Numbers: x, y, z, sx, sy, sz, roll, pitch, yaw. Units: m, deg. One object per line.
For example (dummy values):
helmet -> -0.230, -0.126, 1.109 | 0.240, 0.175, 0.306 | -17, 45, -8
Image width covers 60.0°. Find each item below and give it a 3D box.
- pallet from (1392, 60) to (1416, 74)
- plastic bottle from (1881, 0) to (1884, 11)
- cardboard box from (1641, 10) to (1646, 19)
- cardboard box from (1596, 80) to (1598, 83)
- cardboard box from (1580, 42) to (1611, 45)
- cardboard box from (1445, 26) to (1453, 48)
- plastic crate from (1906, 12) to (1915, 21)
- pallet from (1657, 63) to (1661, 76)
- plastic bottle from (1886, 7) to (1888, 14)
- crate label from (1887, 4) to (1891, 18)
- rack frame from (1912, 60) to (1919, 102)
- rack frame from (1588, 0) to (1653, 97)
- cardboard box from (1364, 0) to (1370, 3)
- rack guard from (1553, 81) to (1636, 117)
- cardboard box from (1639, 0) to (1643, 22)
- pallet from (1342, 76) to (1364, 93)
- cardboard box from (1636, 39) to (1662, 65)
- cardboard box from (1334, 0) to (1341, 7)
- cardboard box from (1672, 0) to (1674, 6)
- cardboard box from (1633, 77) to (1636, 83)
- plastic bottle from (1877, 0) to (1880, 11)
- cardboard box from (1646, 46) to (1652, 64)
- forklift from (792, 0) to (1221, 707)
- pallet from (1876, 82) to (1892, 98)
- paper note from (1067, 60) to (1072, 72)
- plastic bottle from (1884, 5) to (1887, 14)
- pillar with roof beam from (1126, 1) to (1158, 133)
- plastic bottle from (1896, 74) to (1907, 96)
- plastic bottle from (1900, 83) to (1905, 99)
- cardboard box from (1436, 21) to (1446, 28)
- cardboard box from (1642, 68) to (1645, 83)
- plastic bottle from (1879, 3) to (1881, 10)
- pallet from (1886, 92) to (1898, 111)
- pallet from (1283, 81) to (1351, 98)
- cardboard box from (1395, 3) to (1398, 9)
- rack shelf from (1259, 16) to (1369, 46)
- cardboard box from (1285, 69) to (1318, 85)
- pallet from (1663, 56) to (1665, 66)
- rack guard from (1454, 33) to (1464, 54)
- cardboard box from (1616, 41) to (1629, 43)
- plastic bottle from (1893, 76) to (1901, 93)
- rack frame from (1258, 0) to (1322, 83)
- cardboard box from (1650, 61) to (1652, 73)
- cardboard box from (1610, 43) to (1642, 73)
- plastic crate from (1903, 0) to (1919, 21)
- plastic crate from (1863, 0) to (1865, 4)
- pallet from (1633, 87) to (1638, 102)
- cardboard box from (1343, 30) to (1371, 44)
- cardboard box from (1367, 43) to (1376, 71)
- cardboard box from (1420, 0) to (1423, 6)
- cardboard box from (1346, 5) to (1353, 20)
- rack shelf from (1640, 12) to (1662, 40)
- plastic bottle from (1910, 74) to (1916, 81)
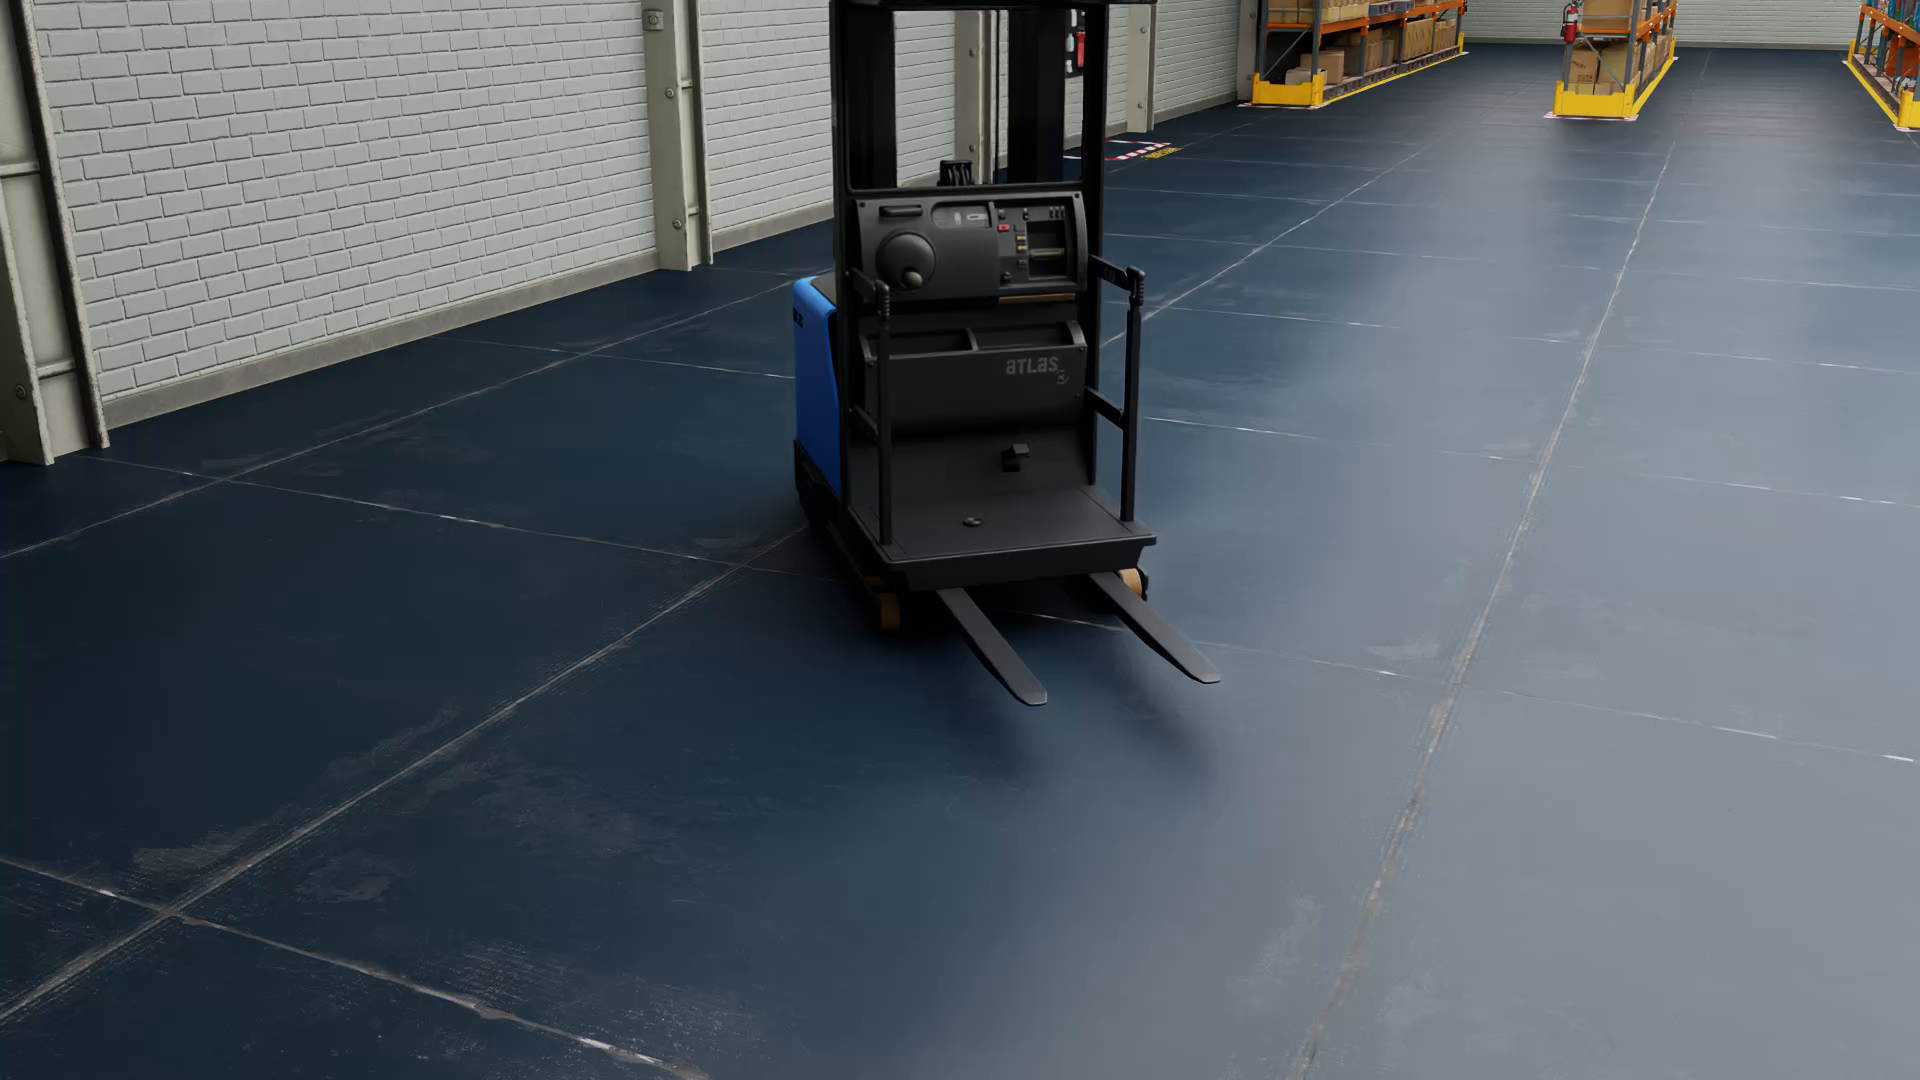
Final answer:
pallet -> 9.240, -10.244, 35.958 | 1.003, 0.211, 1.213 | 9, 21, 23
plastic bottle -> 18.513, -10.689, 33.233 | 0.152, 0.276, 0.135 | 9, 21, 23
cardboard box -> 12.280, -9.550, 30.221 | 0.380, 0.149, 0.250 | 9, 21, 23
cardboard box -> 10.237, -7.464, 27.457 | 0.500, 0.250, 0.500 | 9, 21, 23
cardboard box -> 11.058, -8.429, 29.050 | 0.500, 0.500, 0.500 | 9, 21, 23
cardboard box -> 11.724, -12.412, 40.997 | 0.700, 0.500, 0.500 | 8, 21, 23
plastic crate -> 15.918, -8.573, 27.191 | 0.767, 0.338, 0.504 | 9, 21, 23
pallet -> 14.210, -9.929, 35.073 | 1.003, 0.211, 1.213 | 9, 21, 23
plastic bottle -> 17.861, -10.189, 31.940 | 0.097, 0.201, 0.097 | 0, 20, 0
crate label -> 17.372, -9.811, 30.830 | 0.303, 0.233, 0.416 | 9, 21, 23
rack frame -> 14.611, -7.522, 24.143 | 1.000, 3.000, 0.127 | 9, 21, 23
rack frame -> 11.731, -9.426, 29.496 | 1.000, 3.000, 0.127 | 9, 21, 23
cardboard box -> 7.299, -10.209, 30.774 | 0.500, 0.500, 0.500 | 8, 21, 23
rack guard -> 10.083, -7.018, 26.456 | 1.175, 0.500, 0.348 | 9, 21, 23
cardboard box -> 11.555, -9.336, 29.095 | 0.700, 0.500, 0.500 | 8, 21, 21
pallet -> 6.967, -8.580, 31.280 | 1.003, 0.211, 1.213 | 9, 21, 23
cardboard box -> 14.235, -10.091, 34.442 | 0.500, 0.500, 0.500 | 8, 21, 22
cardboard box -> 6.253, -9.428, 28.577 | 0.500, 0.500, 0.500 | 9, 21, 23
cardboard box -> 15.671, -12.194, 37.130 | 0.500, 0.500, 0.500 | 9, 21, 24
cardboard box -> 11.131, -7.697, 28.112 | 0.500, 0.250, 0.500 | 9, 21, 23
plastic bottle -> 18.930, -11.041, 34.212 | 0.061, 0.283, 0.133 | 9, 21, 23
cardboard box -> 12.756, -9.154, 31.373 | 0.500, 0.311, 0.500 | 9, 22, 24
forklift -> 0.115, -1.161, 6.359 | 1.130, 2.935, 3.031 | -6, 20, -15
pallet -> 17.033, -8.051, 29.791 | 1.003, 0.211, 1.213 | 9, 21, 23
paper note -> 1.431, -6.170, 21.656 | 0.016, 0.148, 0.142 | 9, 21, 23
plastic bottle -> 18.061, -10.338, 32.358 | 0.097, 0.201, 0.097 | 0, 20, 0
pillar with roof beam -> 6.540, -9.616, 21.077 | 9.100, 9.000, 0.400 | 9, 21, 23
plastic bottle -> 15.462, -7.456, 27.256 | 0.144, 0.351, 0.185 | 8, 21, 20
plastic bottle -> 15.148, -7.183, 26.599 | 0.152, 0.276, 0.135 | 8, 21, 21
cardboard box -> 11.406, -12.329, 39.796 | 0.380, 0.149, 0.250 | 8, 21, 21
cardboard box -> 12.122, -8.417, 30.137 | 0.500, 0.250, 0.500 | 8, 21, 21
plastic bottle -> 18.725, -10.834, 33.753 | 0.097, 0.201, 0.097 | 0, 20, 0
pallet -> 15.935, -7.231, 27.488 | 1.003, 0.211, 1.213 | 9, 21, 23
pallet -> 6.469, -8.206, 30.228 | 1.003, 0.211, 1.213 | 9, 21, 23
cardboard box -> 9.194, -11.287, 35.074 | 0.380, 0.149, 0.250 | 8, 21, 22
rack shelf -> 6.391, -9.154, 29.805 | 1.077, 0.370, 4.000 | 9, 21, 23
cardboard box -> 5.938, -8.021, 28.902 | 0.500, 0.311, 0.500 | 6, 20, 17
pallet -> 15.289, -10.767, 37.430 | 1.003, 0.211, 1.213 | 9, 21, 23
rack guard -> 12.134, -12.602, 42.158 | 1.175, 0.500, 0.348 | 9, 21, 23
cardboard box -> 13.538, -9.996, 34.174 | 0.500, 0.500, 0.500 | 9, 22, 25
plastic bottle -> 15.718, -7.629, 27.860 | 0.097, 0.271, 0.097 | 0, 20, 0
rack frame -> 5.572, -8.881, 27.966 | 1.000, 3.000, 0.127 | 9, 21, 23
cardboard box -> 13.168, -9.198, 32.334 | 0.500, 0.250, 0.500 | 8, 21, 22
cardboard box -> 11.525, -8.358, 28.852 | 0.500, 0.500, 0.500 | 9, 21, 23
plastic crate -> 16.168, -8.965, 28.105 | 0.402, 0.464, 0.583 | 9, 21, 23
plastic crate -> 20.554, -12.200, 37.602 | 0.250, 0.136, 0.298 | 9, 21, 23
pallet -> 11.367, -7.874, 29.296 | 1.003, 0.211, 1.213 | 9, 21, 23
cardboard box -> 7.883, -10.009, 33.091 | 0.500, 0.250, 0.500 | 8, 21, 21
cardboard box -> 7.908, -9.676, 33.275 | 0.700, 0.500, 0.500 | 9, 21, 23
cardboard box -> 10.046, -11.916, 36.844 | 0.380, 0.149, 0.250 | 8, 21, 21
cardboard box -> 6.684, -9.396, 29.605 | 0.500, 0.250, 0.500 | 9, 21, 23
rack shelf -> 12.550, -9.698, 31.335 | 1.077, 0.370, 4.000 | 9, 21, 23
plastic bottle -> 15.671, -7.494, 27.362 | 0.144, 0.351, 0.185 | 9, 21, 23
